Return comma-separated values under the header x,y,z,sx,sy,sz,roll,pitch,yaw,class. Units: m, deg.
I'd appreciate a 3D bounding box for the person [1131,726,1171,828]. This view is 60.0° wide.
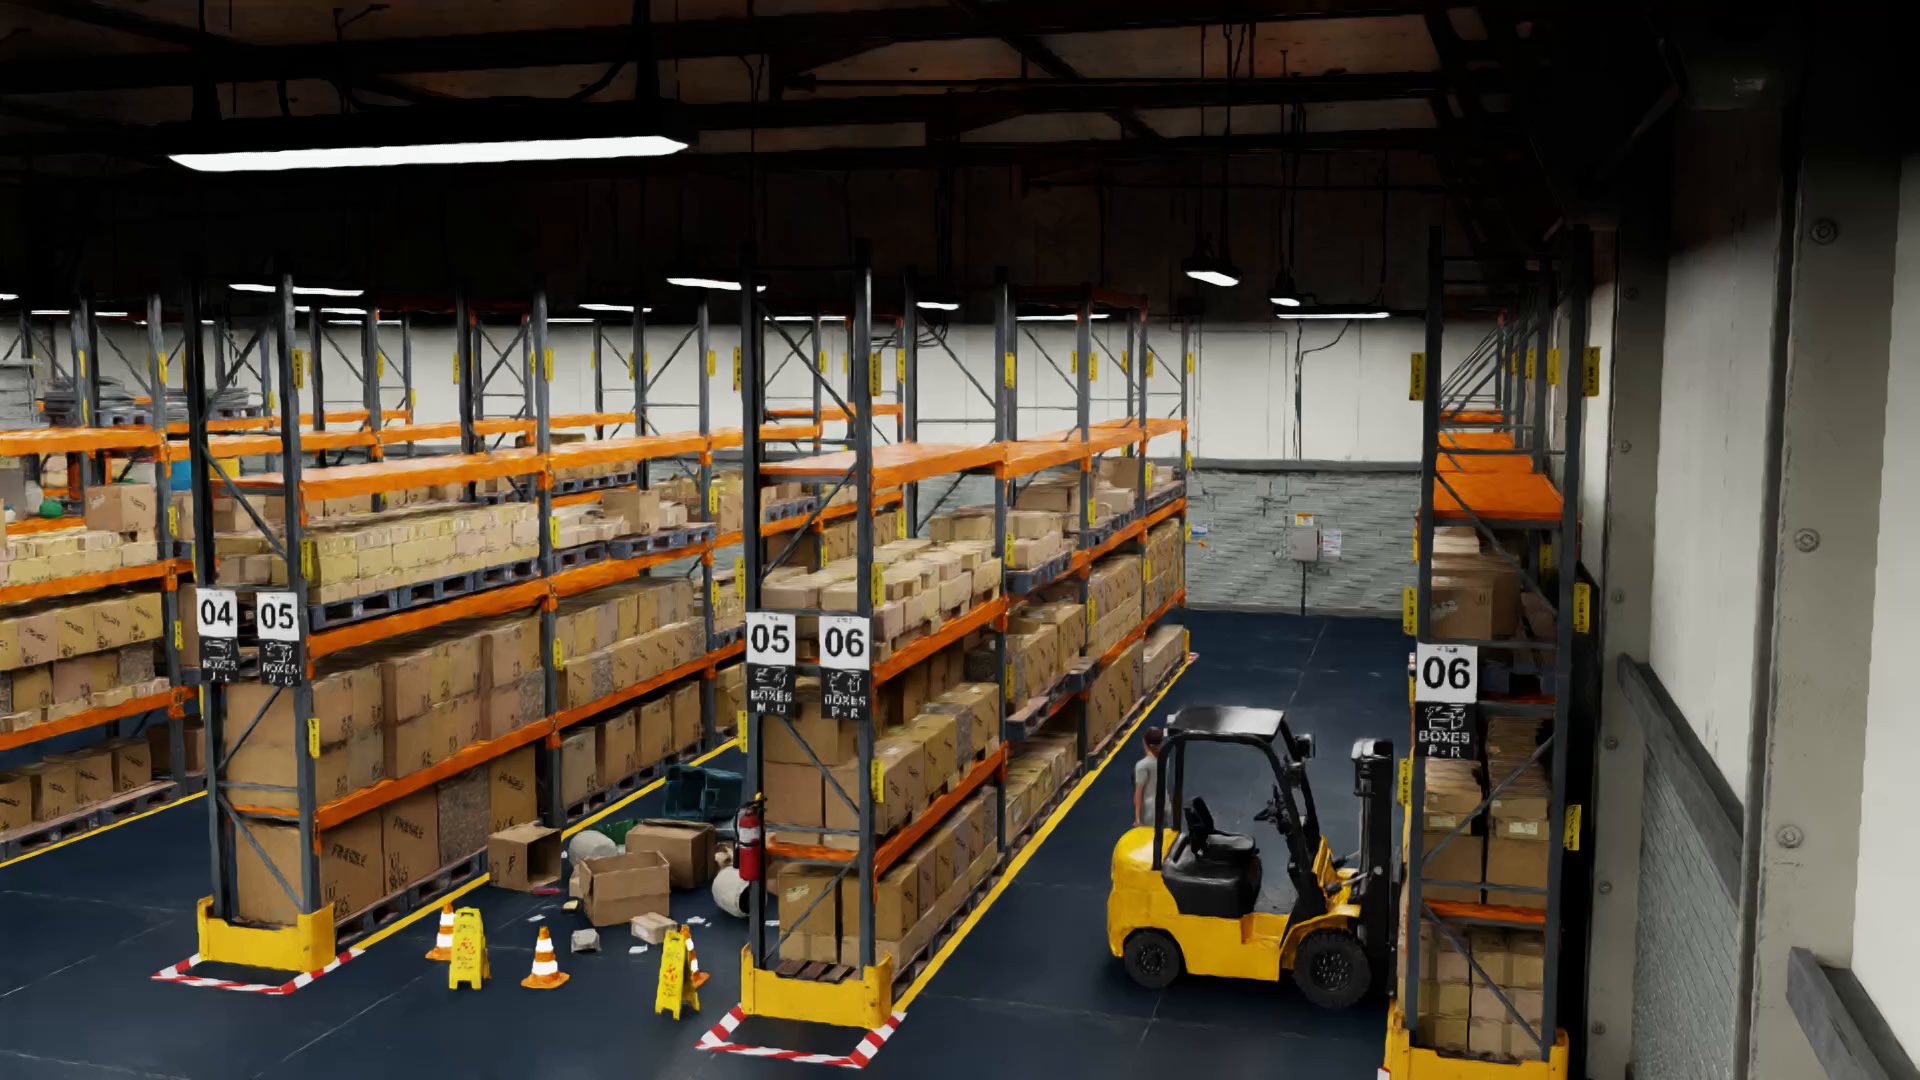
x,y,z,sx,sy,sz,roll,pitch,yaw,class
1.764,2.571,15.685,0.486,1.674,0.482,-6,9,-44,person
